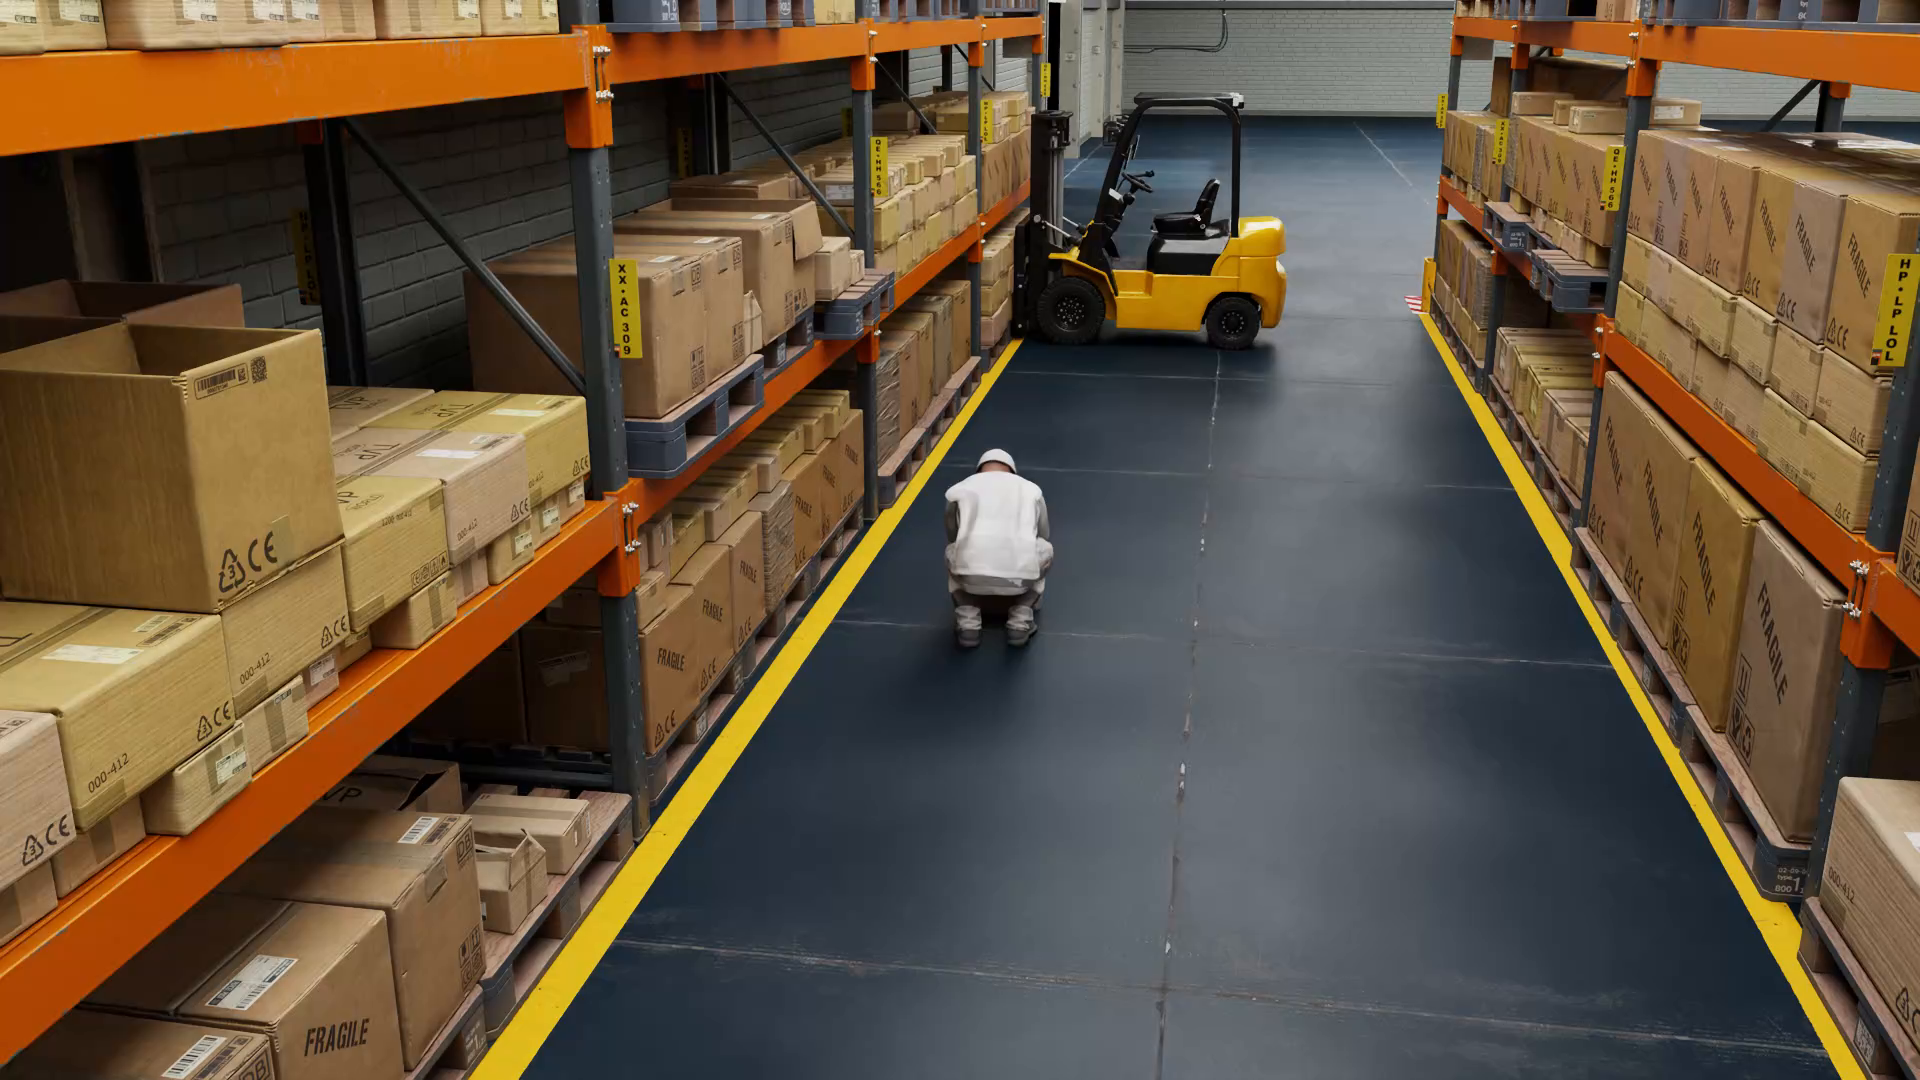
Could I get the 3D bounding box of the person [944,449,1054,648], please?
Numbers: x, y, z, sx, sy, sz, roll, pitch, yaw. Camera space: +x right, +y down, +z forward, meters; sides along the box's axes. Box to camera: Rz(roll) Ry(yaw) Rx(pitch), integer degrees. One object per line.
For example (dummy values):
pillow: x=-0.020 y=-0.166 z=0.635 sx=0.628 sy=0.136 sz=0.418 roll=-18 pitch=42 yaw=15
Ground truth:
person: x=0.180 y=0.076 z=8.002 sx=0.545 sy=0.876 sz=0.908 roll=2 pitch=18 yaw=7
